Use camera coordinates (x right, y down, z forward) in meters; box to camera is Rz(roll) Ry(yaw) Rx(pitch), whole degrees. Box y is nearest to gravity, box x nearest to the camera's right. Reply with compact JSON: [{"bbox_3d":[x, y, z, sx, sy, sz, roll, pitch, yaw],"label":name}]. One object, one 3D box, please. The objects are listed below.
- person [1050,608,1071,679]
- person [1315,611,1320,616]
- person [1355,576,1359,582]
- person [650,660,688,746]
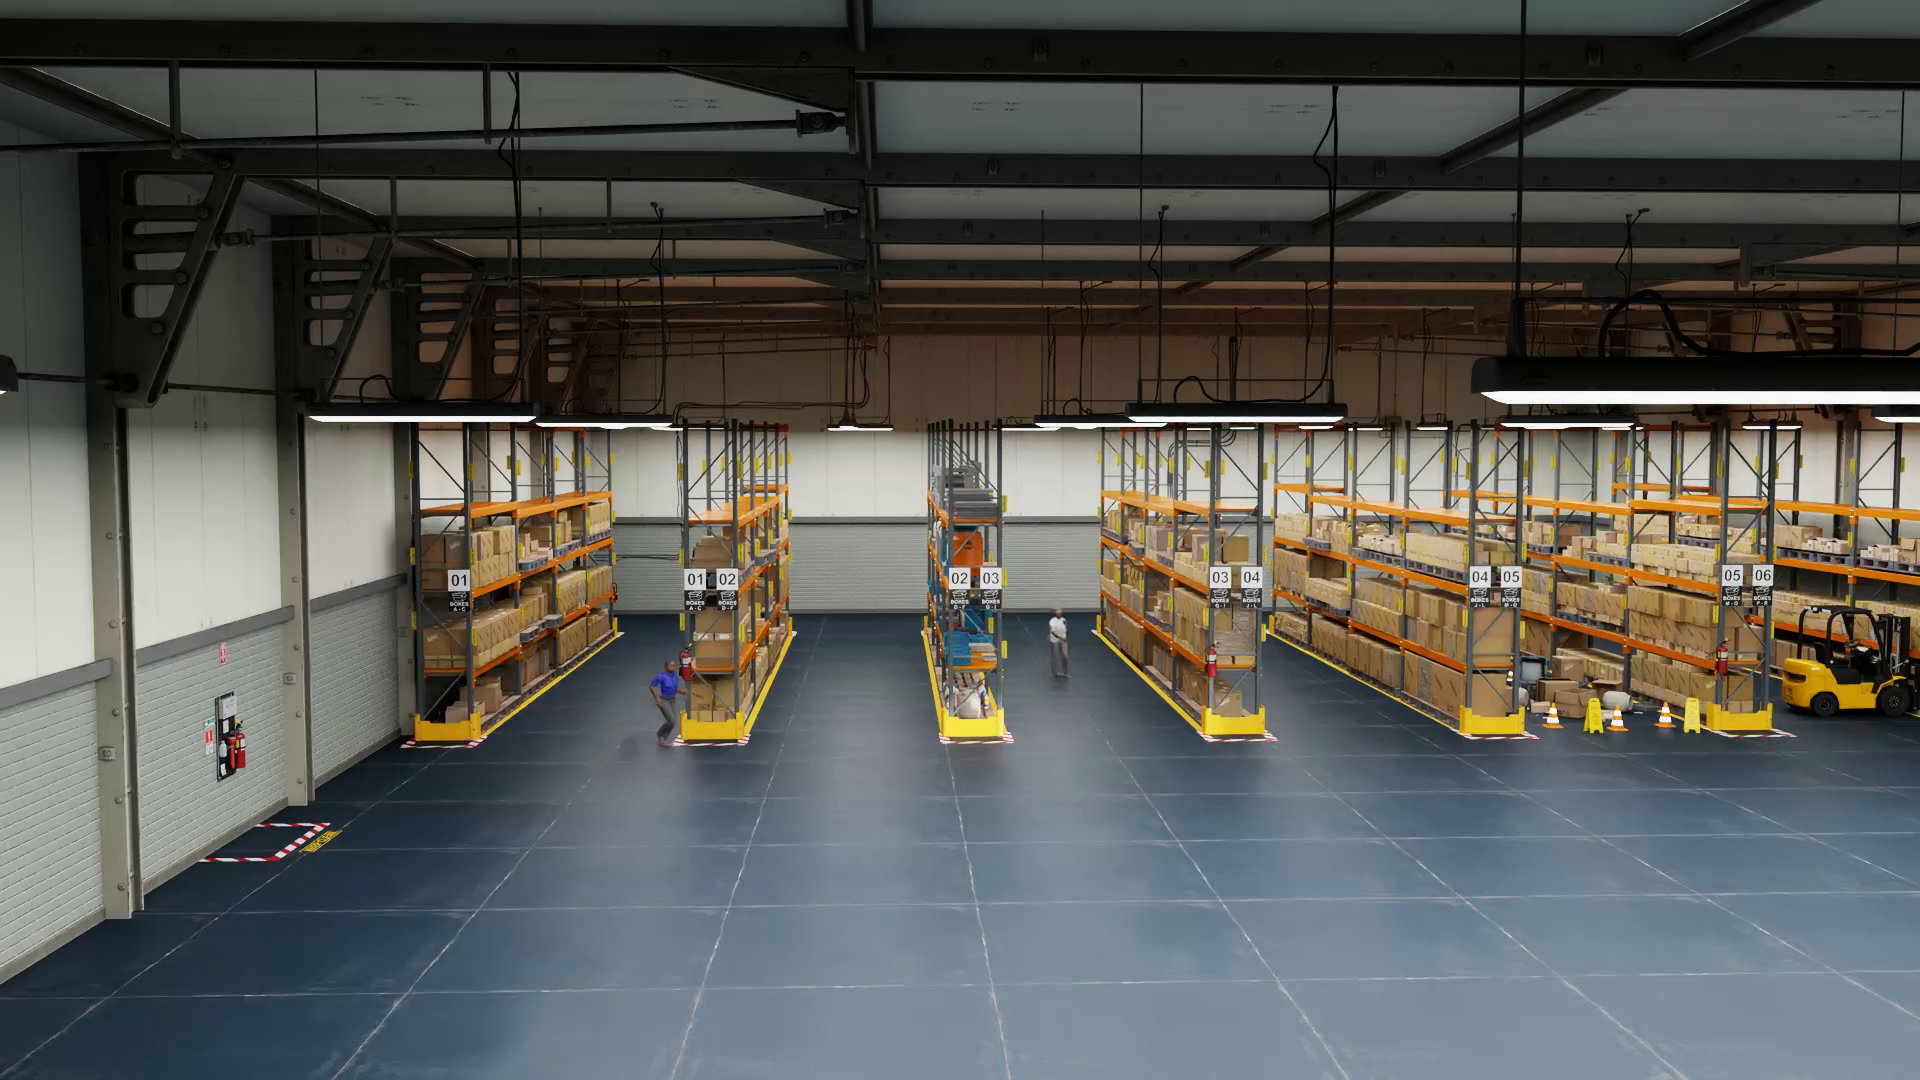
[{"bbox_3d":[2.329,2.412,38.975,0.488,1.703,0.697,-1,4,-8],"label":"person"},{"bbox_3d":[10.689,1.734,48.878,0.893,1.671,0.617,0,4,-4],"label":"person"},{"bbox_3d":[11.141,1.878,46.621,0.664,1.751,0.794,-1,4,-13],"label":"person"},{"bbox_3d":[-5.289,2.976,30.292,0.628,1.595,0.576,3,5,37],"label":"person"}]
